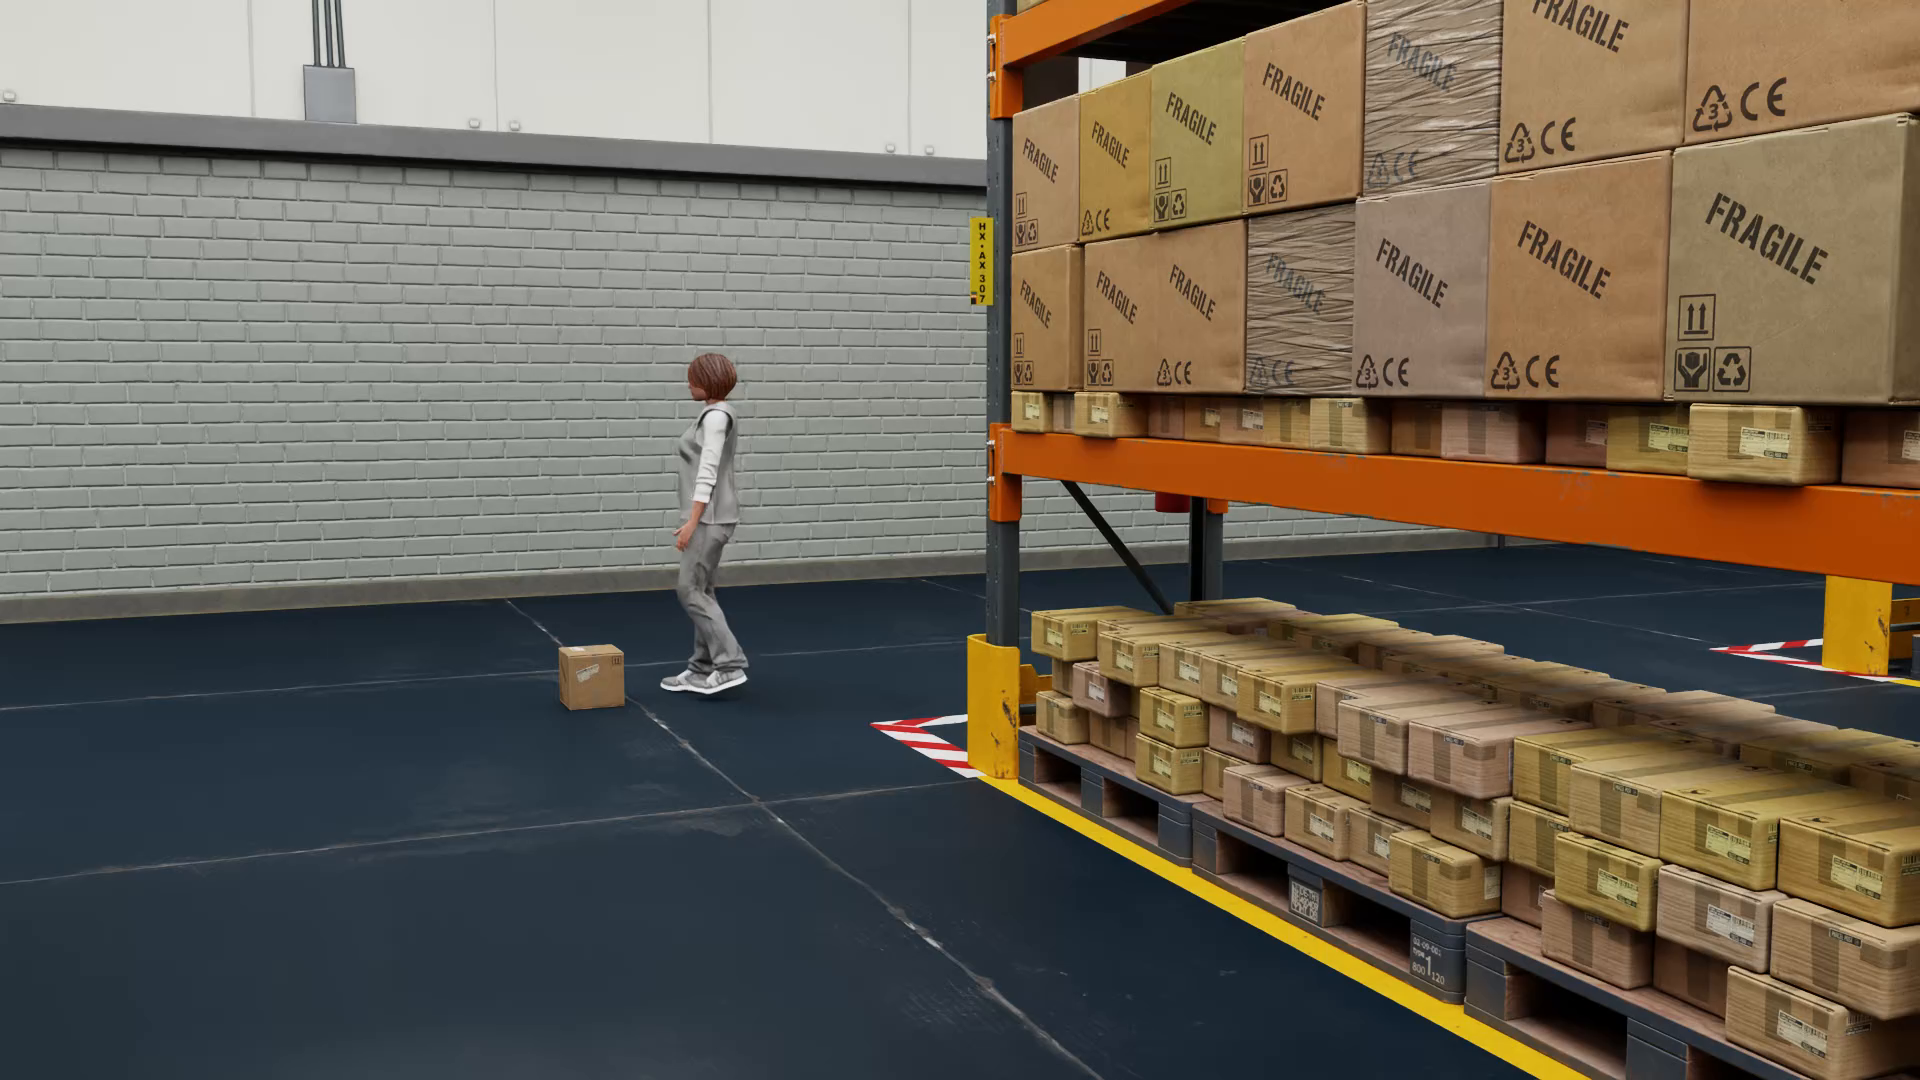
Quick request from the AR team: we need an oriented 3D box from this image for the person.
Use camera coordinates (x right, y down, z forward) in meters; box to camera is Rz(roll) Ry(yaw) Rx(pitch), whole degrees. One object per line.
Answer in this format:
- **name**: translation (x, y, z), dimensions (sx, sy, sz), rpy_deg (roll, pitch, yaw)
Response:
- **person**: translation (-1.210, -0.070, 7.785), dimensions (0.425, 1.606, 0.462), rpy_deg (-1, 6, -6)
